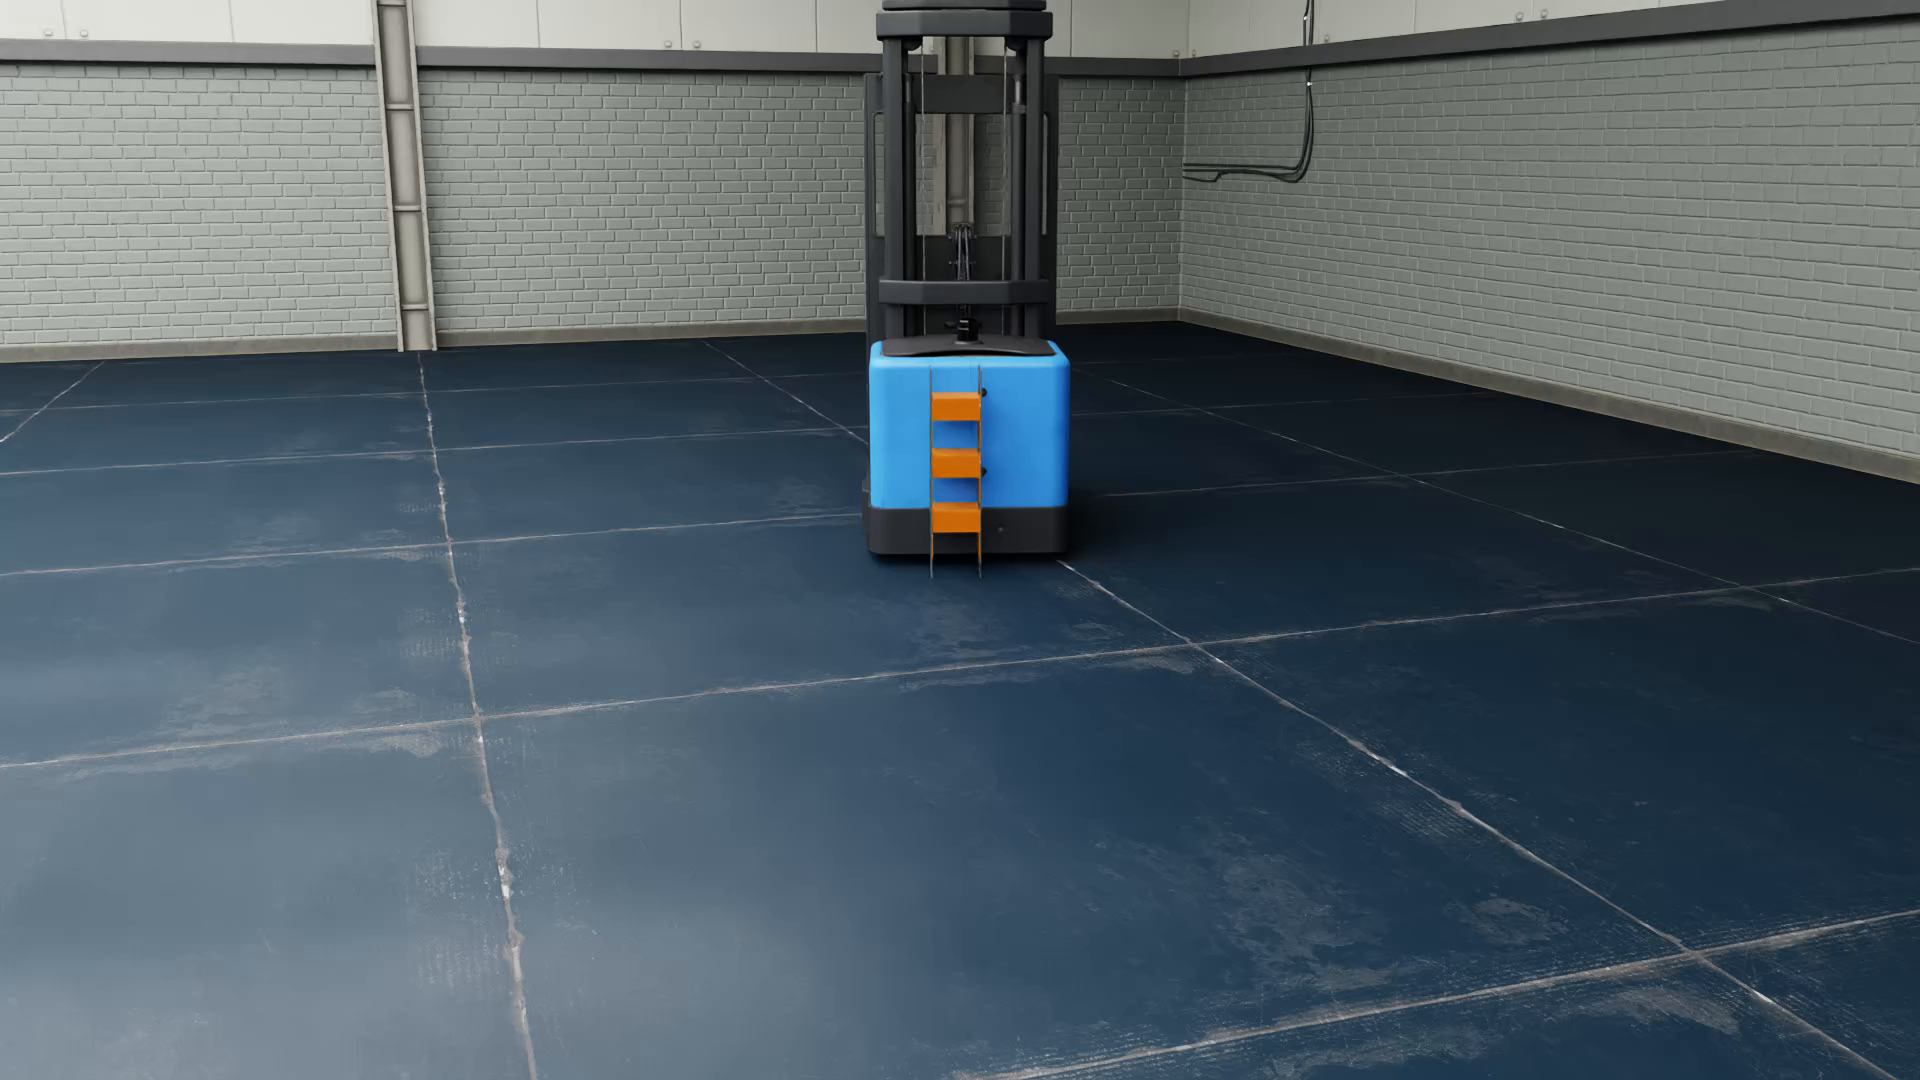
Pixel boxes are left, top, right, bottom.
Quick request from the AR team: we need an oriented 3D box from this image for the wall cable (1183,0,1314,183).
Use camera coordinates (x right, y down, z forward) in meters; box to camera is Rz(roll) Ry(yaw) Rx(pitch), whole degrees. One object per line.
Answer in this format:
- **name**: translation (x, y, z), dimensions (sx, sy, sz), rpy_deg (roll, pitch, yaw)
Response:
- **wall cable**: translation (3.140, -5.264, 18.538), dimensions (0.112, 2.526, 3.097), rpy_deg (-4, 14, -18)

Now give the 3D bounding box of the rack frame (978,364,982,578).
- **rack frame**: translation (0.099, -0.342, 8.311), dimensions (0.008, 1.050, 0.200), rpy_deg (-1, 13, -2)

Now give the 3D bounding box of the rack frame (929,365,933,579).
- **rack frame**: translation (-0.145, -0.340, 8.302), dimensions (0.008, 1.050, 0.200), rpy_deg (-1, 13, -2)

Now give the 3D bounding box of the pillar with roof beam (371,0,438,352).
- **pillar with roof beam**: translation (-4.387, -5.460, 12.652), dimensions (0.400, 9.000, 9.100), rpy_deg (-4, 14, -18)

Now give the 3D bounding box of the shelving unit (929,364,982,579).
- **shelving unit**: translation (-0.023, -0.341, 8.307), dimensions (0.252, 1.050, 0.215), rpy_deg (-1, 13, -2)

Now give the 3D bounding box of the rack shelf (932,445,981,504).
- **rack shelf**: translation (-0.023, -0.331, 8.309), dimensions (0.240, 0.259, 0.215), rpy_deg (-1, 13, -2)

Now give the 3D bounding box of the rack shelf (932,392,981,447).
- **rack shelf**: translation (-0.023, -0.607, 8.243), dimensions (0.240, 0.259, 0.215), rpy_deg (-1, 13, -2)

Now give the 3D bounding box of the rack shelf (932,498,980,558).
- **rack shelf**: translation (-0.023, -0.060, 8.374), dimensions (0.240, 0.259, 0.215), rpy_deg (-1, 13, -2)

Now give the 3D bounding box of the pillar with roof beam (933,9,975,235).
- **pillar with roof beam**: translation (1.300, -5.903, 14.514), dimensions (0.400, 9.000, 9.100), rpy_deg (-4, 14, -18)

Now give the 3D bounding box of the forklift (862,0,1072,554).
- **forklift**: translation (-0.005, -1.636, 9.685), dimensions (1.130, 2.935, 3.031), rpy_deg (-1, 13, -2)
